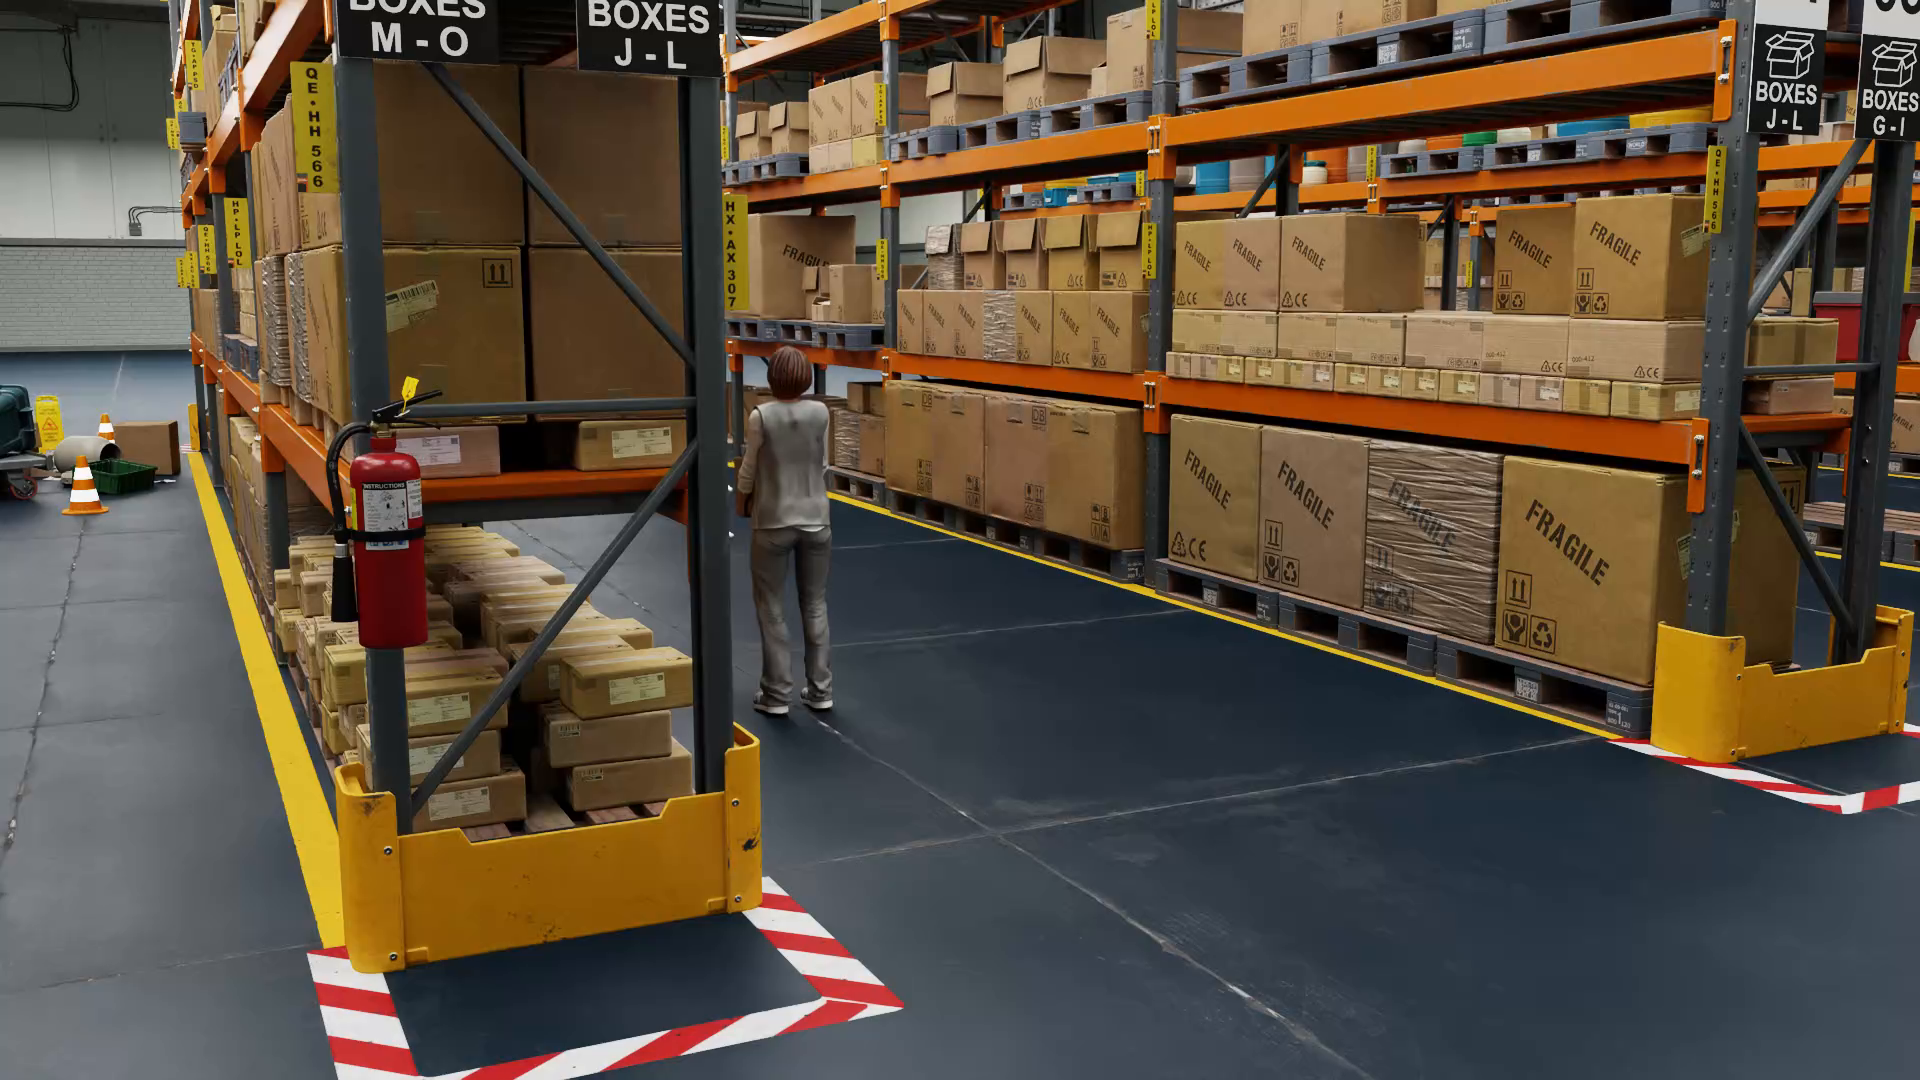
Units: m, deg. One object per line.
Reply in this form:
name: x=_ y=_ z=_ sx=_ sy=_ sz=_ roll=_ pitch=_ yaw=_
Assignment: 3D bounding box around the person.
person: x=-0.767 y=-0.053 z=7.247 sx=0.404 sy=1.591 sz=0.490 roll=-4 pitch=10 yaw=-25
